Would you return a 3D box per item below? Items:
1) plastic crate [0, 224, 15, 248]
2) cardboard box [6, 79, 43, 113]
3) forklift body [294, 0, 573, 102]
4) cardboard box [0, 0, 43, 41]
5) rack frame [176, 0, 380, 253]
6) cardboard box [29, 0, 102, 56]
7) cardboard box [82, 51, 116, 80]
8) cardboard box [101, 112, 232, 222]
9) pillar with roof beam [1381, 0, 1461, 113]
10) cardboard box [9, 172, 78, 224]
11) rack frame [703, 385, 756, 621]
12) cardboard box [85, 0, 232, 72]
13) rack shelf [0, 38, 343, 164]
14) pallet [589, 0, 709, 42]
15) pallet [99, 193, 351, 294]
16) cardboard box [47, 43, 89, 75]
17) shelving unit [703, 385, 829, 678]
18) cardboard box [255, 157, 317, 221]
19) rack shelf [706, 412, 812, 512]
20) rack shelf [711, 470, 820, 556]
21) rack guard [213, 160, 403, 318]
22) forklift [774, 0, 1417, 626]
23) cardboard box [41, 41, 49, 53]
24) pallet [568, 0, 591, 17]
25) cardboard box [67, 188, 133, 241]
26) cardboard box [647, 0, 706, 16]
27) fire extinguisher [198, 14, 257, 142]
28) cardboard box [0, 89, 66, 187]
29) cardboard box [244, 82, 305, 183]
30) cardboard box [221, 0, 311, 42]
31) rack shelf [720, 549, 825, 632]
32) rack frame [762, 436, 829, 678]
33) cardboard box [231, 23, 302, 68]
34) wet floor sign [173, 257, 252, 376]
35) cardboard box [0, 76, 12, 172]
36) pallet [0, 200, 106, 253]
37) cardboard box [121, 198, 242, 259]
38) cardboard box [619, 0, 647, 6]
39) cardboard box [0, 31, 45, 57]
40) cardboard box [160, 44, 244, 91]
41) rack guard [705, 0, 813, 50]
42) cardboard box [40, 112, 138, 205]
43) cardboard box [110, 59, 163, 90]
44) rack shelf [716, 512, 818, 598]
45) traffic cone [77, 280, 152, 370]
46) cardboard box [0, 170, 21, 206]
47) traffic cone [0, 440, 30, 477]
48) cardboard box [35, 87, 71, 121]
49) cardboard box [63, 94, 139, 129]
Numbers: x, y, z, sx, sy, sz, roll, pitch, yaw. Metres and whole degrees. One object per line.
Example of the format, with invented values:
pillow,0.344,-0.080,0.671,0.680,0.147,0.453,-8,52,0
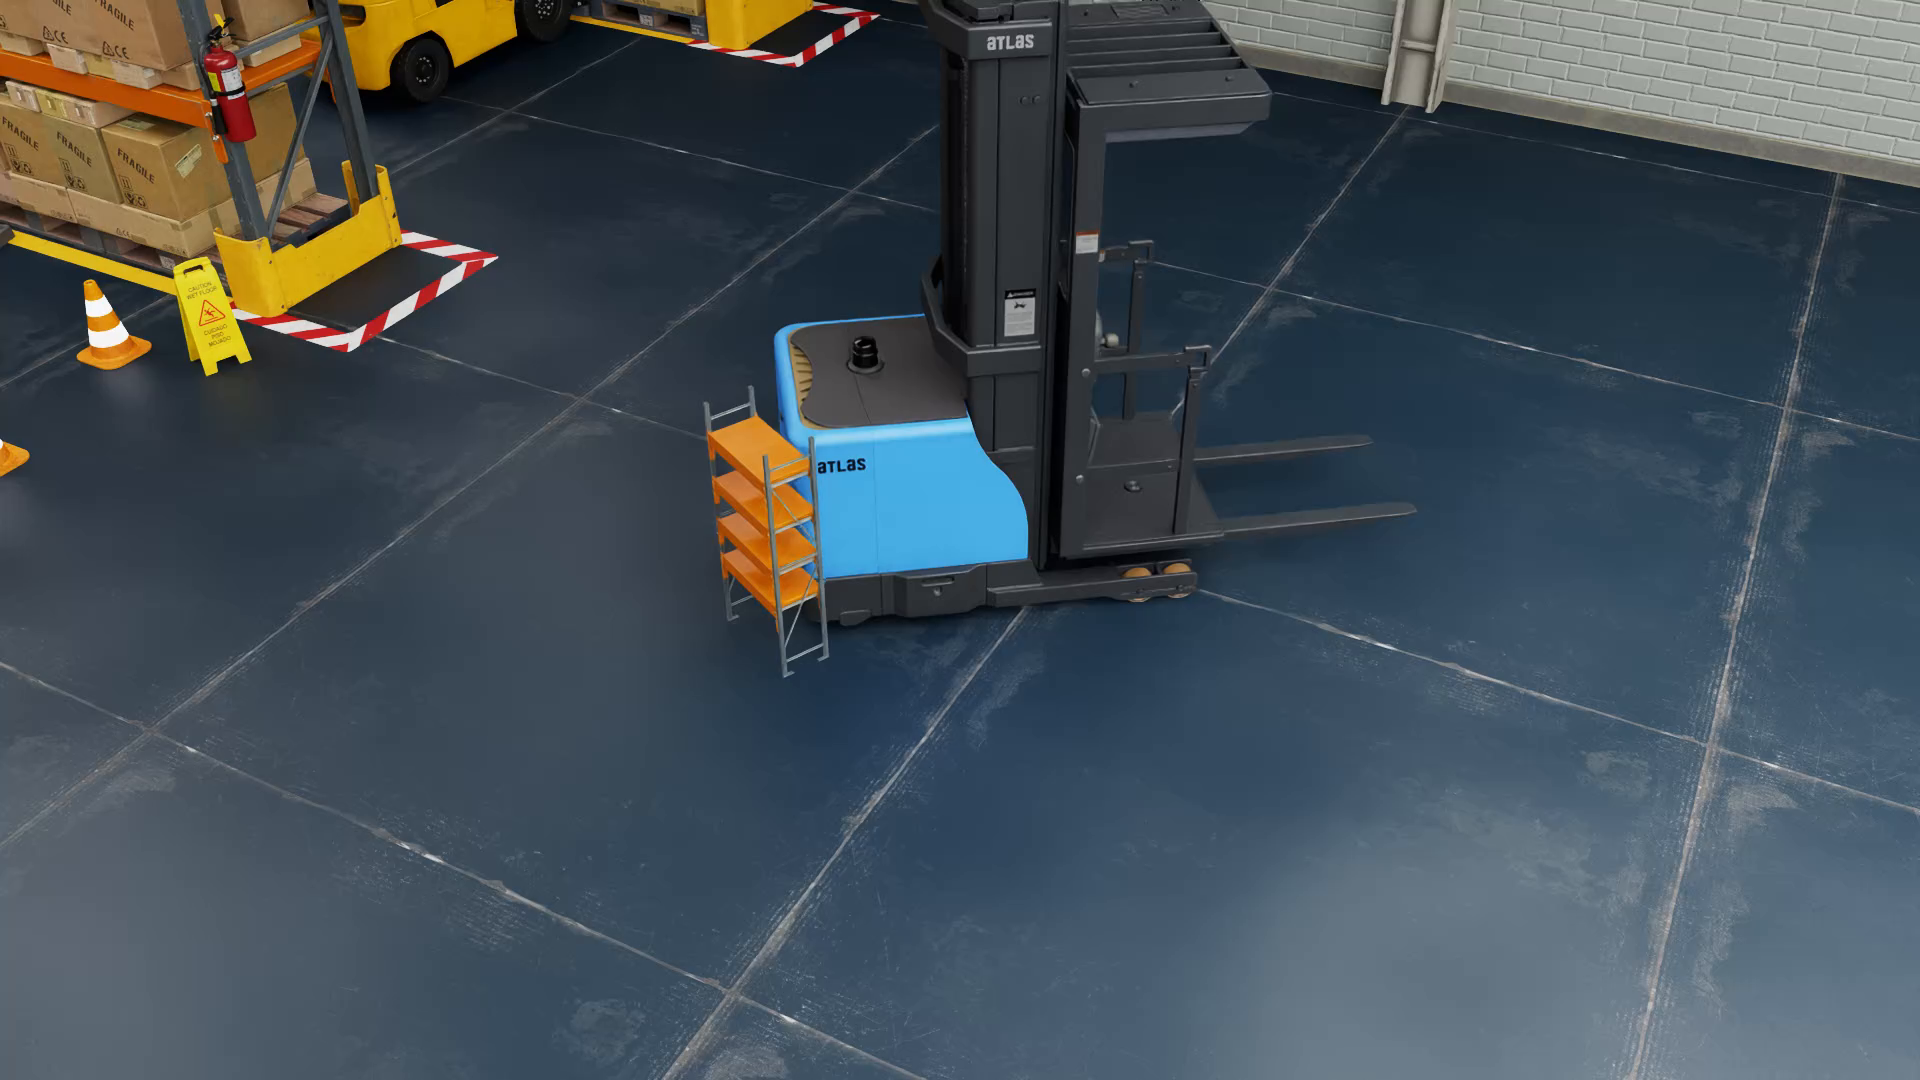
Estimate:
plastic crate,-6.496,-1.936,10.754,0.583,0.080,0.402,4,37,6
cardboard box,-5.604,-2.787,10.230,0.250,0.149,0.380,19,41,23
forklift body,-4.205,-4.739,12.734,1.214,2.155,2.313,17,41,21
cardboard box,-5.455,-3.307,9.817,0.500,0.500,0.500,17,40,21
rack frame,-3.961,-2.863,9.561,0.127,3.000,1.000,17,41,21
cardboard box,-5.012,-3.166,9.631,0.500,0.500,0.500,17,41,22
cardboard box,-4.885,-2.846,9.746,0.250,0.149,0.380,17,40,21
cardboard box,-4.792,-2.317,10.148,0.500,0.500,0.500,18,41,22
pillar with roof beam,1.463,-4.617,6.909,0.400,9.000,9.100,17,41,21
cardboard box,-5.726,-2.306,10.754,0.500,0.250,0.500,16,40,20
rack frame,-0.988,-0.143,7.465,0.240,1.200,0.015,-24,43,-28
cardboard box,-4.570,-3.025,9.445,0.500,0.500,0.500,17,40,21
rack shelf,-5.737,-3.133,10.511,4.000,0.370,1.077,17,41,21
pallet,-2.380,-4.609,14.167,1.213,0.211,1.003,17,41,21
pallet,-4.734,-2.019,10.754,1.213,0.211,1.003,17,41,21
cardboard box,-5.128,-2.901,9.819,0.250,0.149,0.380,18,41,22
shelving unit,-0.844,-0.024,7.309,0.258,1.200,0.503,-24,43,-28
cardboard box,-4.550,-2.308,10.756,0.500,0.250,0.500,17,40,21
rack shelf,-0.845,-0.337,7.070,0.258,0.148,0.480,-24,43,-28
rack shelf,-0.844,-0.149,7.214,0.258,0.148,0.480,-24,43,-28
rack guard,-4.029,-1.889,10.344,0.348,0.500,1.175,17,41,21
forklift,0.677,-1.183,7.404,3.031,2.935,1.130,-6,38,-7
cardboard box,-5.291,-3.048,10.012,0.250,0.149,0.380,18,41,22
pallet,-3.459,-4.949,14.614,1.213,0.211,1.003,17,41,21
cardboard box,-5.259,-2.164,10.566,0.500,0.250,0.500,18,41,22
cardboard box,-2.244,-4.562,13.726,0.500,0.250,0.500,18,41,22
fire extinguisher,-4.071,-2.553,9.216,0.183,0.674,0.296,17,41,21
cardboard box,-5.702,-2.604,10.526,0.500,0.500,0.500,16,40,20
cardboard box,-4.572,-2.613,10.538,0.500,0.500,0.500,16,40,20
cardboard box,-4.254,-3.302,9.810,0.500,0.500,0.500,17,40,21
rack shelf,-0.843,0.187,7.470,0.258,0.148,0.480,-24,43,-28
rack frame,-0.699,0.095,7.152,0.240,1.200,0.015,-24,43,-28
cardboard box,-4.168,-2.969,9.908,0.250,0.149,0.380,18,41,22
wet floor sign,-4.284,-1.298,9.446,0.267,0.644,0.232,-29,46,-33
cardboard box,-6.173,-2.750,10.718,0.500,0.500,0.500,20,41,24
pallet,-5.813,-2.359,11.202,1.213,0.211,1.003,17,41,21
cardboard box,-4.824,-2.022,10.380,0.500,0.250,0.500,17,40,21
cardboard box,-2.681,-4.706,13.915,0.500,0.250,0.500,17,41,21
cardboard box,-5.560,-3.070,10.042,0.250,0.149,0.380,17,40,21
cardboard box,-4.392,-2.752,9.623,0.250,0.149,0.380,19,41,23
rack guard,-1.660,-4.527,13.820,0.348,0.500,1.175,17,41,21
cardboard box,-5.257,-2.460,10.336,0.500,0.500,0.500,19,41,23
cardboard box,-4.668,-2.763,9.637,0.250,0.149,0.380,17,40,21
rack shelf,-0.844,0.029,7.349,0.258,0.148,0.480,-24,43,-28
traffic cone,-4.936,-1.280,9.573,0.334,0.463,0.336,17,41,21
cardboard box,-6.162,-2.450,10.943,0.500,0.250,0.500,17,40,21
traffic cone,-5.145,-0.589,8.663,0.334,0.463,0.336,17,41,21
cardboard box,-5.371,-2.713,10.133,0.250,0.149,0.380,18,41,22
cardboard box,-5.149,-2.641,10.038,0.250,0.149,0.380,19,41,23
